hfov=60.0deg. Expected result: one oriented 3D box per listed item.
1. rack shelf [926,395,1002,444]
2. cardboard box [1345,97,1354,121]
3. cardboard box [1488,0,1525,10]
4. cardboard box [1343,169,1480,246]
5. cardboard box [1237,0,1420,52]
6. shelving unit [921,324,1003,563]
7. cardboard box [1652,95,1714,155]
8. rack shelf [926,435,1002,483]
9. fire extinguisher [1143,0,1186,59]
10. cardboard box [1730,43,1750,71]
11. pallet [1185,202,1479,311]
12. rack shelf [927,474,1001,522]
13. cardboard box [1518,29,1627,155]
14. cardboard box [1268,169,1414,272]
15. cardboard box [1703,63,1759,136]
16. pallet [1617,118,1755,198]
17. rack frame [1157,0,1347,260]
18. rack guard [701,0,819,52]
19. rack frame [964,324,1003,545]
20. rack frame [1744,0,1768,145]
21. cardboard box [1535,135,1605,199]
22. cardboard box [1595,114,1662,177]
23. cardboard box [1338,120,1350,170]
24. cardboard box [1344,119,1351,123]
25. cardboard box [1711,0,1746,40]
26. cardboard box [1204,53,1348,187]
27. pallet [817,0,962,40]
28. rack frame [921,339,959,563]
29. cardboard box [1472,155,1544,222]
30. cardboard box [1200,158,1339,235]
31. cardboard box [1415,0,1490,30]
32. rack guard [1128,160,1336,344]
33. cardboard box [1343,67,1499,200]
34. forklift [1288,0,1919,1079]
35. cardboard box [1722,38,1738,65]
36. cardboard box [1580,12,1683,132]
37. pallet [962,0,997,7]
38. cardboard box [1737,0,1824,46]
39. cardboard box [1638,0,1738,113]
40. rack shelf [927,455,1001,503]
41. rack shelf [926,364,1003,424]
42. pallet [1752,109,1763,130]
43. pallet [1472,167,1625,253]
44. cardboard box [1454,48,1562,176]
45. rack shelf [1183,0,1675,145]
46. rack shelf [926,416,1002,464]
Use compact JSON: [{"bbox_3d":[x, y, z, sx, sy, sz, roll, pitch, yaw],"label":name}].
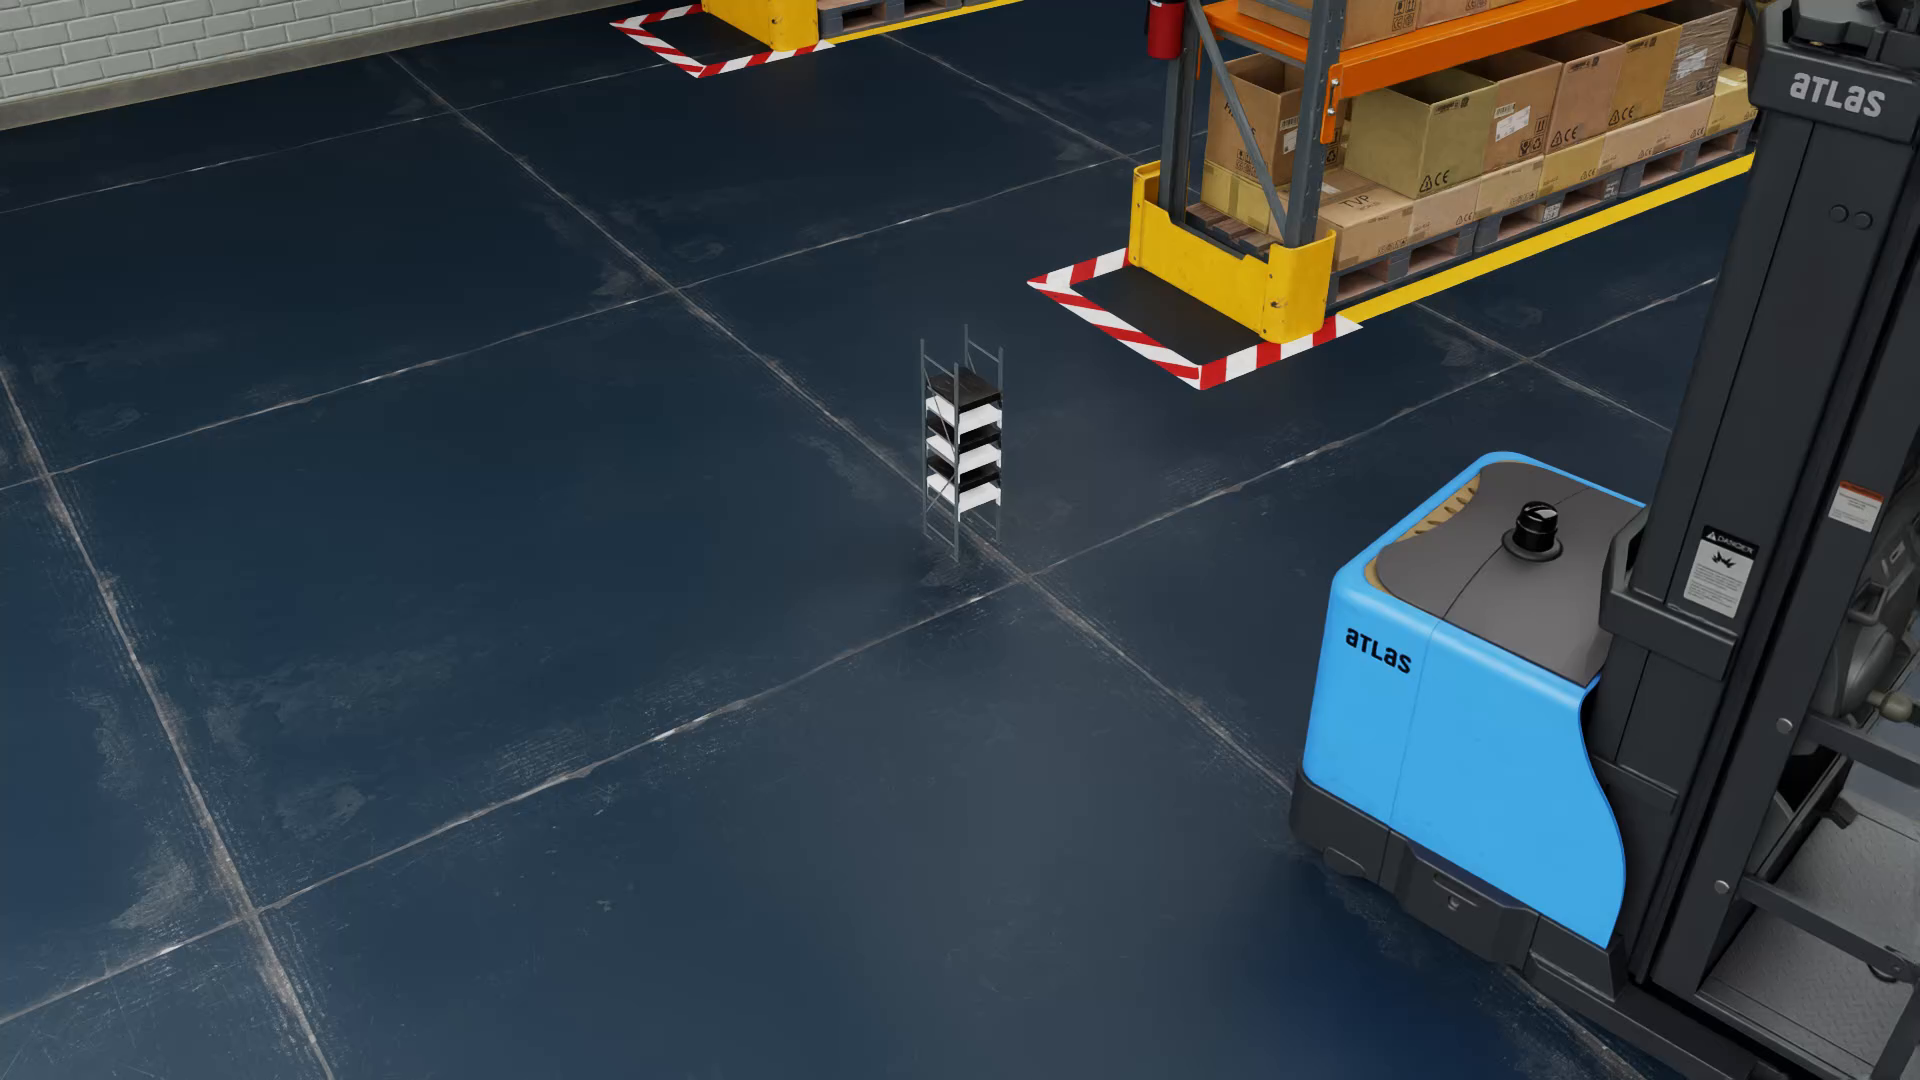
[{"bbox_3d":[0.007,-0.487,6.405,0.200,0.077,0.258,-22,41,-28],"label":"rack shelf"},{"bbox_3d":[2.438,-2.524,9.044,0.500,0.500,0.500,-22,41,-28],"label":"cardboard box"},{"bbox_3d":[2.587,-3.034,8.314,0.500,0.500,0.700,-22,41,-28],"label":"cardboard box"},{"bbox_3d":[2.335,-1.798,8.676,0.500,0.250,0.500,-22,41,-28],"label":"cardboard box"},{"bbox_3d":[1.751,-2.691,7.837,0.500,0.500,0.700,-22,41,-28],"label":"cardboard box"},{"bbox_3d":[0.007,-0.368,6.491,0.210,0.900,0.258,-22,41,-28],"label":"shelving unit"},{"bbox_3d":[3.964,-2.476,9.618,0.500,0.250,0.500,-22,41,-28],"label":"cardboard box"},{"bbox_3d":[0.007,-0.341,6.511,0.200,0.077,0.258,-22,41,-28],"label":"rack shelf"},{"bbox_3d":[0.998,-2.650,7.932,0.183,0.674,0.296,-22,41,-28],"label":"fire extinguisher"},{"bbox_3d":[5.104,-2.917,10.232,0.500,0.250,0.500,-23,42,-29],"label":"cardboard box"},{"bbox_3d":[1.963,-1.645,8.856,1.213,0.211,1.003,-22,41,-28],"label":"pallet"},{"bbox_3d":[0.007,-0.195,6.616,0.200,0.077,0.258,-22,41,-28],"label":"rack shelf"},{"bbox_3d":[3.156,-2.436,8.921,0.500,0.500,0.500,-22,41,-28],"label":"cardboard box"},{"bbox_3d":[1.929,-1.628,8.440,0.500,0.250,0.500,-22,41,-28],"label":"cardboard box"},{"bbox_3d":[4.379,-2.639,9.846,0.500,0.250,0.500,-22,41,-28],"label":"cardboard box"},{"bbox_3d":[3.958,-2.466,9.997,1.213,0.211,1.003,-22,41,-28],"label":"pallet"},{"bbox_3d":[1.362,-2.500,7.657,0.127,3.000,1.000,-22,41,-28],"label":"rack frame"},{"bbox_3d":[-1.432,-3.873,11.707,0.348,0.500,1.175,-22,41,-28],"label":"rack guard"},{"bbox_3d":[0.090,-0.402,6.539,0.006,0.900,0.240,-22,41,-28],"label":"rack frame"},{"bbox_3d":[4.632,-3.845,9.527,0.127,3.000,1.000,-22,41,-28],"label":"rack frame"},{"bbox_3d":[3.156,-2.132,9.140,0.500,0.250,0.500,-22,41,-28],"label":"cardboard box"},{"bbox_3d":[3.564,-2.300,9.375,0.500,0.250,0.500,-22,41,-28],"label":"cardboard box"},{"bbox_3d":[2.032,-2.049,9.025,0.500,0.250,0.500,-22,41,-28],"label":"cardboard box"},{"bbox_3d":[2.440,-2.218,9.260,0.500,0.250,0.500,-22,41,-28],"label":"cardboard box"},{"bbox_3d":[4.798,-3.400,10.423,0.500,0.311,0.500,-22,41,-28],"label":"cardboard box"},{"bbox_3d":[1.629,-2.181,8.566,0.500,0.500,0.500,-22,41,-28],"label":"cardboard box"},{"bbox_3d":[-0.748,-4.013,12.148,1.213,0.211,1.003,-22,41,-28],"label":"pallet"},{"bbox_3d":[-0.076,-0.334,6.443,0.006,0.900,0.240,-22,41,-28],"label":"rack frame"},{"bbox_3d":[2.744,-1.966,8.910,0.500,0.250,0.500,-22,41,-28],"label":"cardboard box"},{"bbox_3d":[1.630,-1.875,8.784,0.500,0.250,0.500,-22,41,-28],"label":"cardboard box"},{"bbox_3d":[2.178,-2.870,8.086,0.500,0.500,0.700,-21,41,-27],"label":"cardboard box"},{"bbox_3d":[1.343,-1.477,8.375,0.348,0.500,1.175,-22,41,-28],"label":"rack guard"},{"bbox_3d":[2.336,-2.102,8.456,0.500,0.500,0.500,-22,41,-28],"label":"cardboard box"},{"bbox_3d":[2.479,0.167,4.008,3.031,2.935,1.130,29,45,34],"label":"forklift"},{"bbox_3d":[4.804,-3.177,10.594,0.500,0.250,0.500,-23,42,-28],"label":"cardboard box"},{"bbox_3d":[3.557,-2.611,9.164,0.500,0.500,0.500,-22,41,-28],"label":"cardboard box"},{"bbox_3d":[0.248,-4.420,12.715,1.213,0.211,1.003,-22,41,-28],"label":"pallet"},{"bbox_3d":[5.113,-3.147,10.072,0.500,0.311,0.500,-22,41,-28],"label":"cardboard box"},{"bbox_3d":[3.963,-2.781,9.401,0.500,0.500,0.500,-22,41,-28],"label":"cardboard box"},{"bbox_3d":[0.007,-0.268,6.563,0.200,0.077,0.258,-22,41,-28],"label":"rack shelf"},{"bbox_3d":[0.007,-0.560,6.353,0.200,0.077,0.258,-22,41,-28],"label":"rack shelf"},{"bbox_3d":[5.212,-2.980,10.712,1.213,0.211,1.003,-22,41,-28],"label":"pallet"},{"bbox_3d":[2.960,-2.053,9.423,1.213,0.211,1.003,-22,41,-28],"label":"pallet"},{"bbox_3d":[2.738,-2.276,8.698,0.500,0.500,0.500,-22,41,-28],"label":"cardboard box"},{"bbox_3d":[2.997,-2.880,8.802,4.000,0.370,1.077,-22,41,-28],"label":"rack shelf"},{"bbox_3d":[0.007,-0.414,6.458,0.200,0.077,0.258,-22,41,-28],"label":"rack shelf"}]
